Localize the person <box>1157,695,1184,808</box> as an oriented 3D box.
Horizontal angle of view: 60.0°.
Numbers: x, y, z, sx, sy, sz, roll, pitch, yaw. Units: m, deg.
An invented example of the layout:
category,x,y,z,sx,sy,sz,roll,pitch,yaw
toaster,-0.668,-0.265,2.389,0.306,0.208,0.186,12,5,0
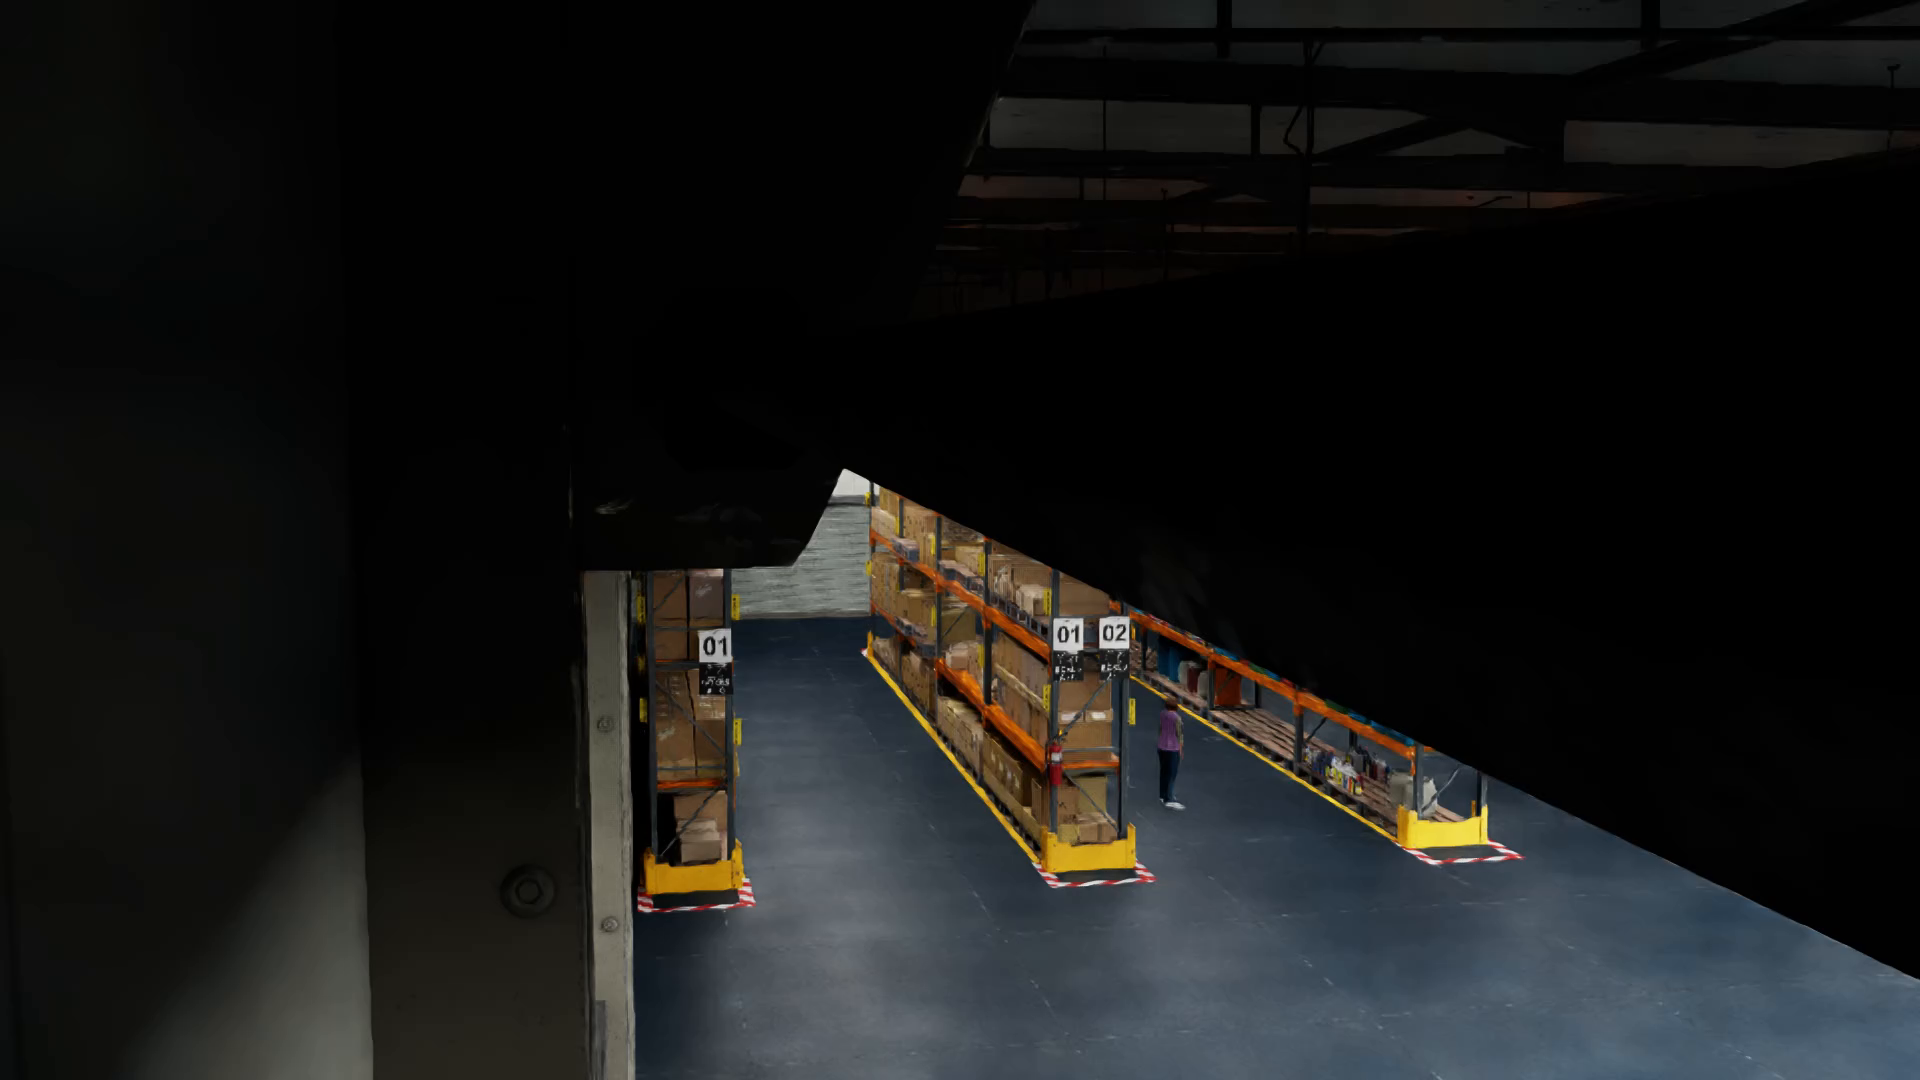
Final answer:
category,x,y,z,sx,sy,sz,roll,pitch,yaw
person,3.049,3.026,23.929,0.419,1.603,0.504,-5,8,-39
